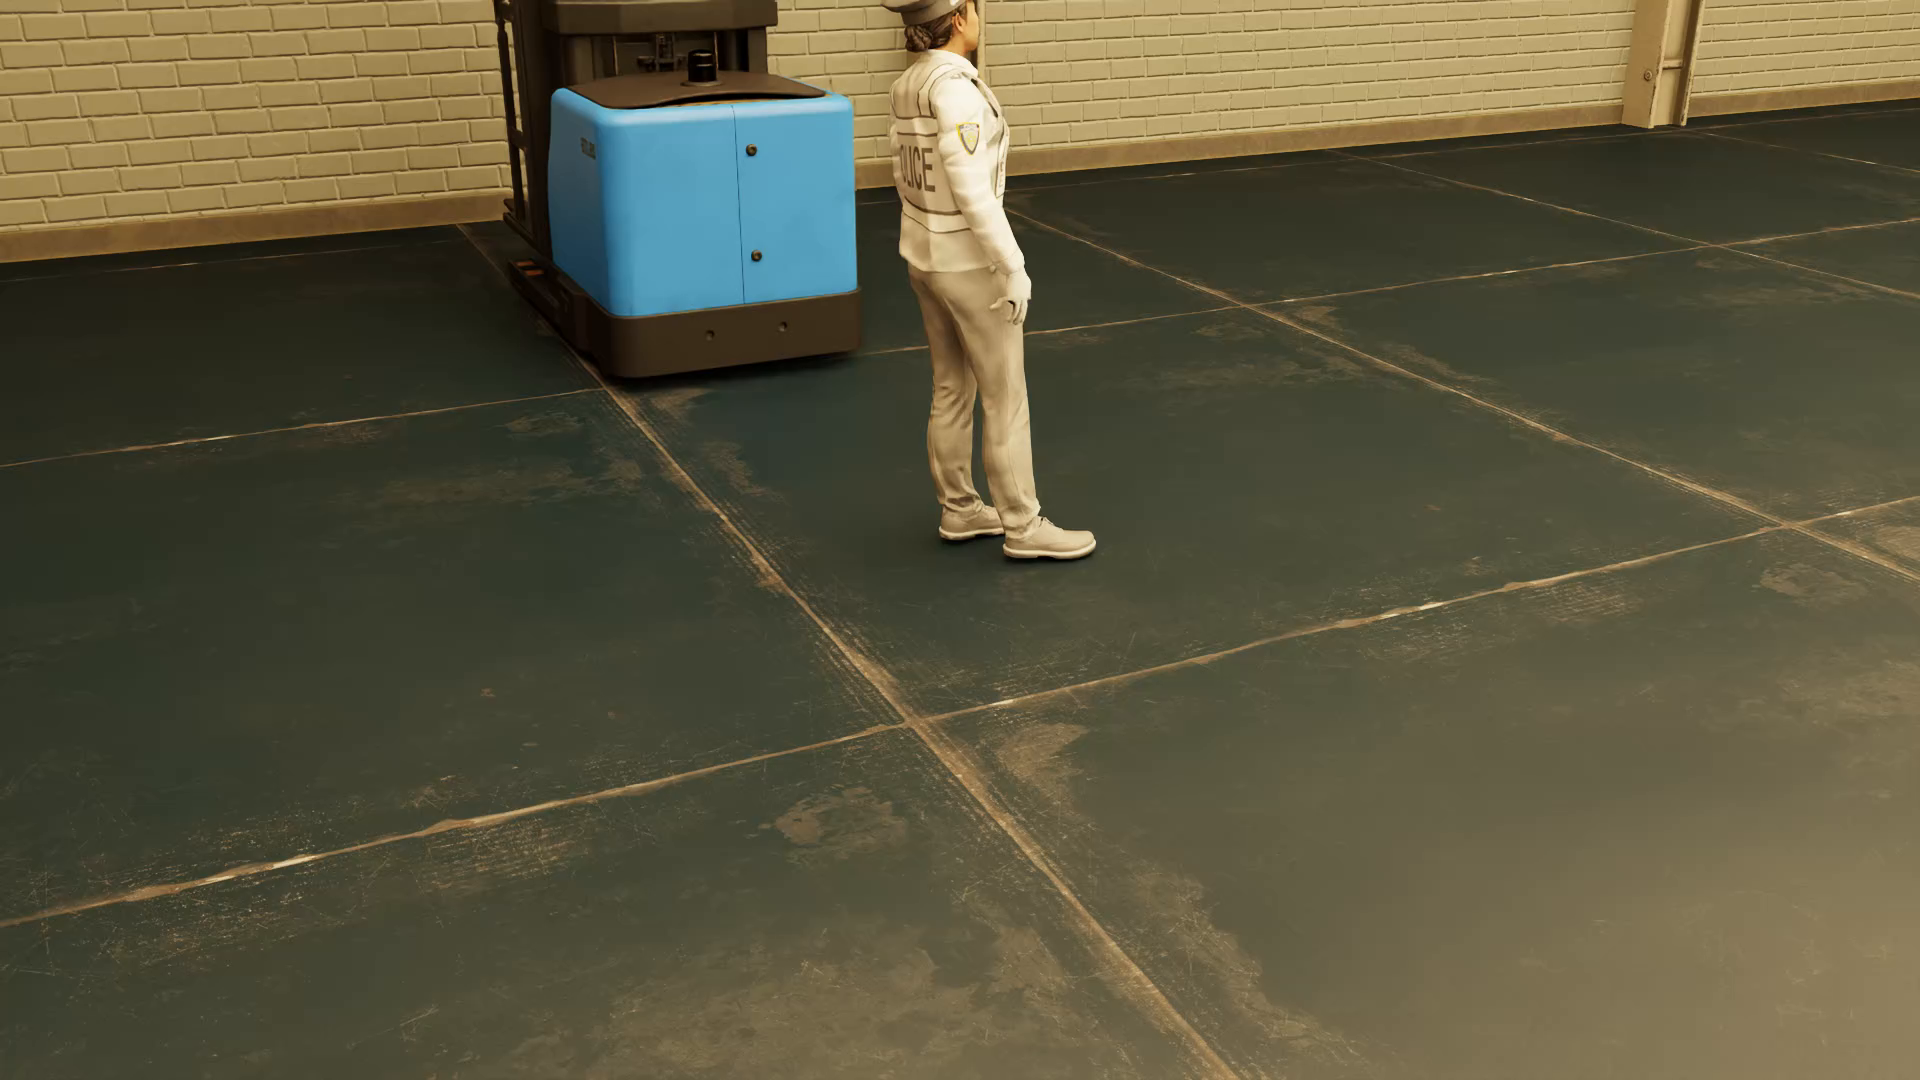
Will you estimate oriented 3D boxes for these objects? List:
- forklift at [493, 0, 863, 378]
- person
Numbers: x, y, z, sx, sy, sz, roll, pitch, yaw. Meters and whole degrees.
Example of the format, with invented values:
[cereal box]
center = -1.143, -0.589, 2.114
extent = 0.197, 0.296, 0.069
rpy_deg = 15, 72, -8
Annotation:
[forklift]
center = -1.491, -2.509, 7.326
extent = 1.130, 2.935, 3.031
rpy_deg = -10, 25, -23
[person]
center = 0.065, -0.798, 4.799
extent = 0.531, 1.694, 0.586
rpy_deg = -10, 25, -23
